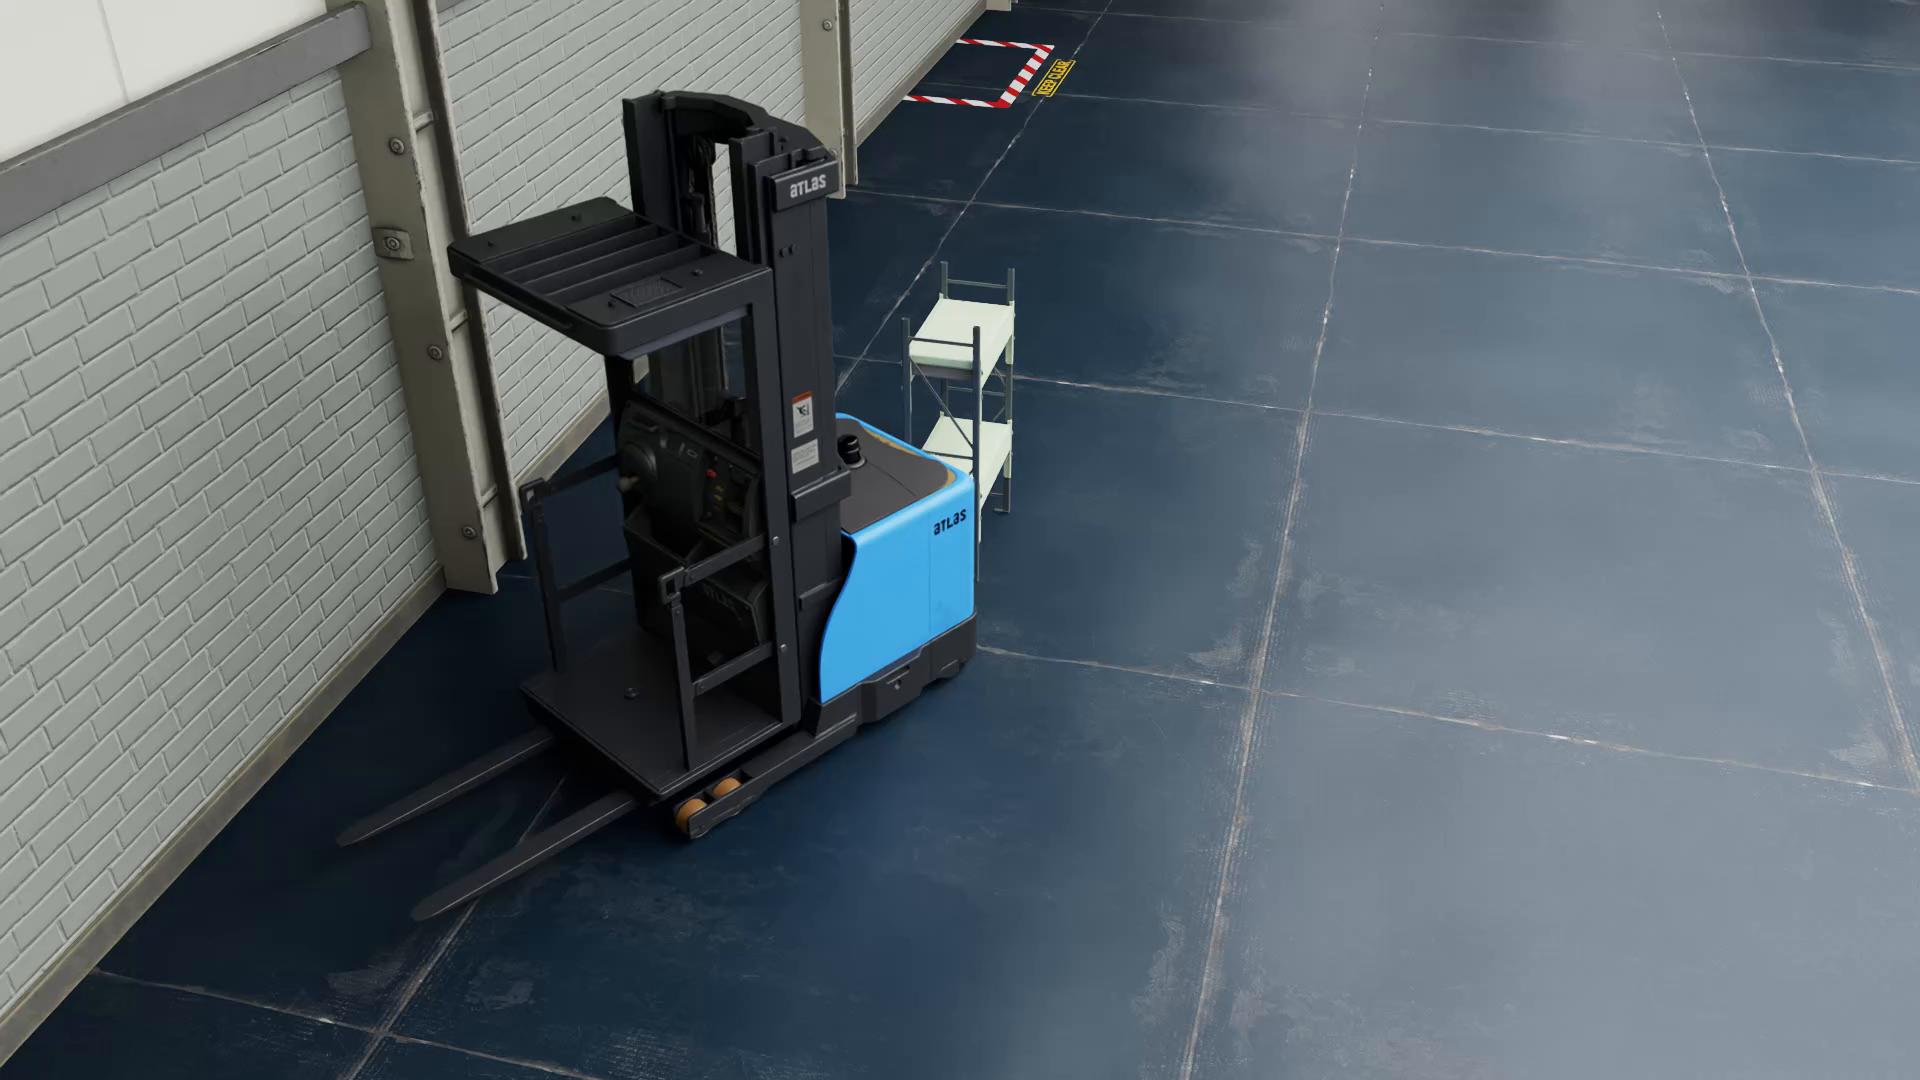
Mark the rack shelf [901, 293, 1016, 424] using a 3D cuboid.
[{"bbox_3d":[-0.002,-0.959,8.703,0.431,0.370,0.720,8,33,12],"label":"rack shelf"}]

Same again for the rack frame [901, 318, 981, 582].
[{"bbox_3d":[-0.095,-0.440,8.613,0.400,1.500,0.023,8,33,12],"label":"rack frame"}]

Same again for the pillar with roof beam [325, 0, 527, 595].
[{"bbox_3d":[1.579,-3.044,5.720,9.100,9.000,0.400,8,33,12],"label":"pillar with roof beam"}]

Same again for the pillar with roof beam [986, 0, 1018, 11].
[{"bbox_3d":[4.625,-9.271,15.515,9.100,9.000,0.400,8,33,12],"label":"pillar with roof beam"}]

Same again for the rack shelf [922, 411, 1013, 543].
[{"bbox_3d":[-0.002,-0.354,9.087,0.431,0.370,0.720,8,33,12],"label":"rack shelf"}]

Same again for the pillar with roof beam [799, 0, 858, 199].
[{"bbox_3d":[3.102,-6.157,10.618,9.100,9.000,0.400,8,33,12],"label":"pillar with roof beam"}]

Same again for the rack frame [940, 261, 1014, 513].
[{"bbox_3d":[0.091,-0.819,9.211,0.400,1.500,0.023,8,33,12],"label":"rack frame"}]

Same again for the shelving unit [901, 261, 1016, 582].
[{"bbox_3d":[-0.002,-0.629,8.912,0.431,1.500,0.755,8,33,12],"label":"shelving unit"}]

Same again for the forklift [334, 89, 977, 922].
[{"bbox_3d":[-1.312,-0.249,6.980,1.130,2.935,3.031,28,42,36],"label":"forklift"}]
